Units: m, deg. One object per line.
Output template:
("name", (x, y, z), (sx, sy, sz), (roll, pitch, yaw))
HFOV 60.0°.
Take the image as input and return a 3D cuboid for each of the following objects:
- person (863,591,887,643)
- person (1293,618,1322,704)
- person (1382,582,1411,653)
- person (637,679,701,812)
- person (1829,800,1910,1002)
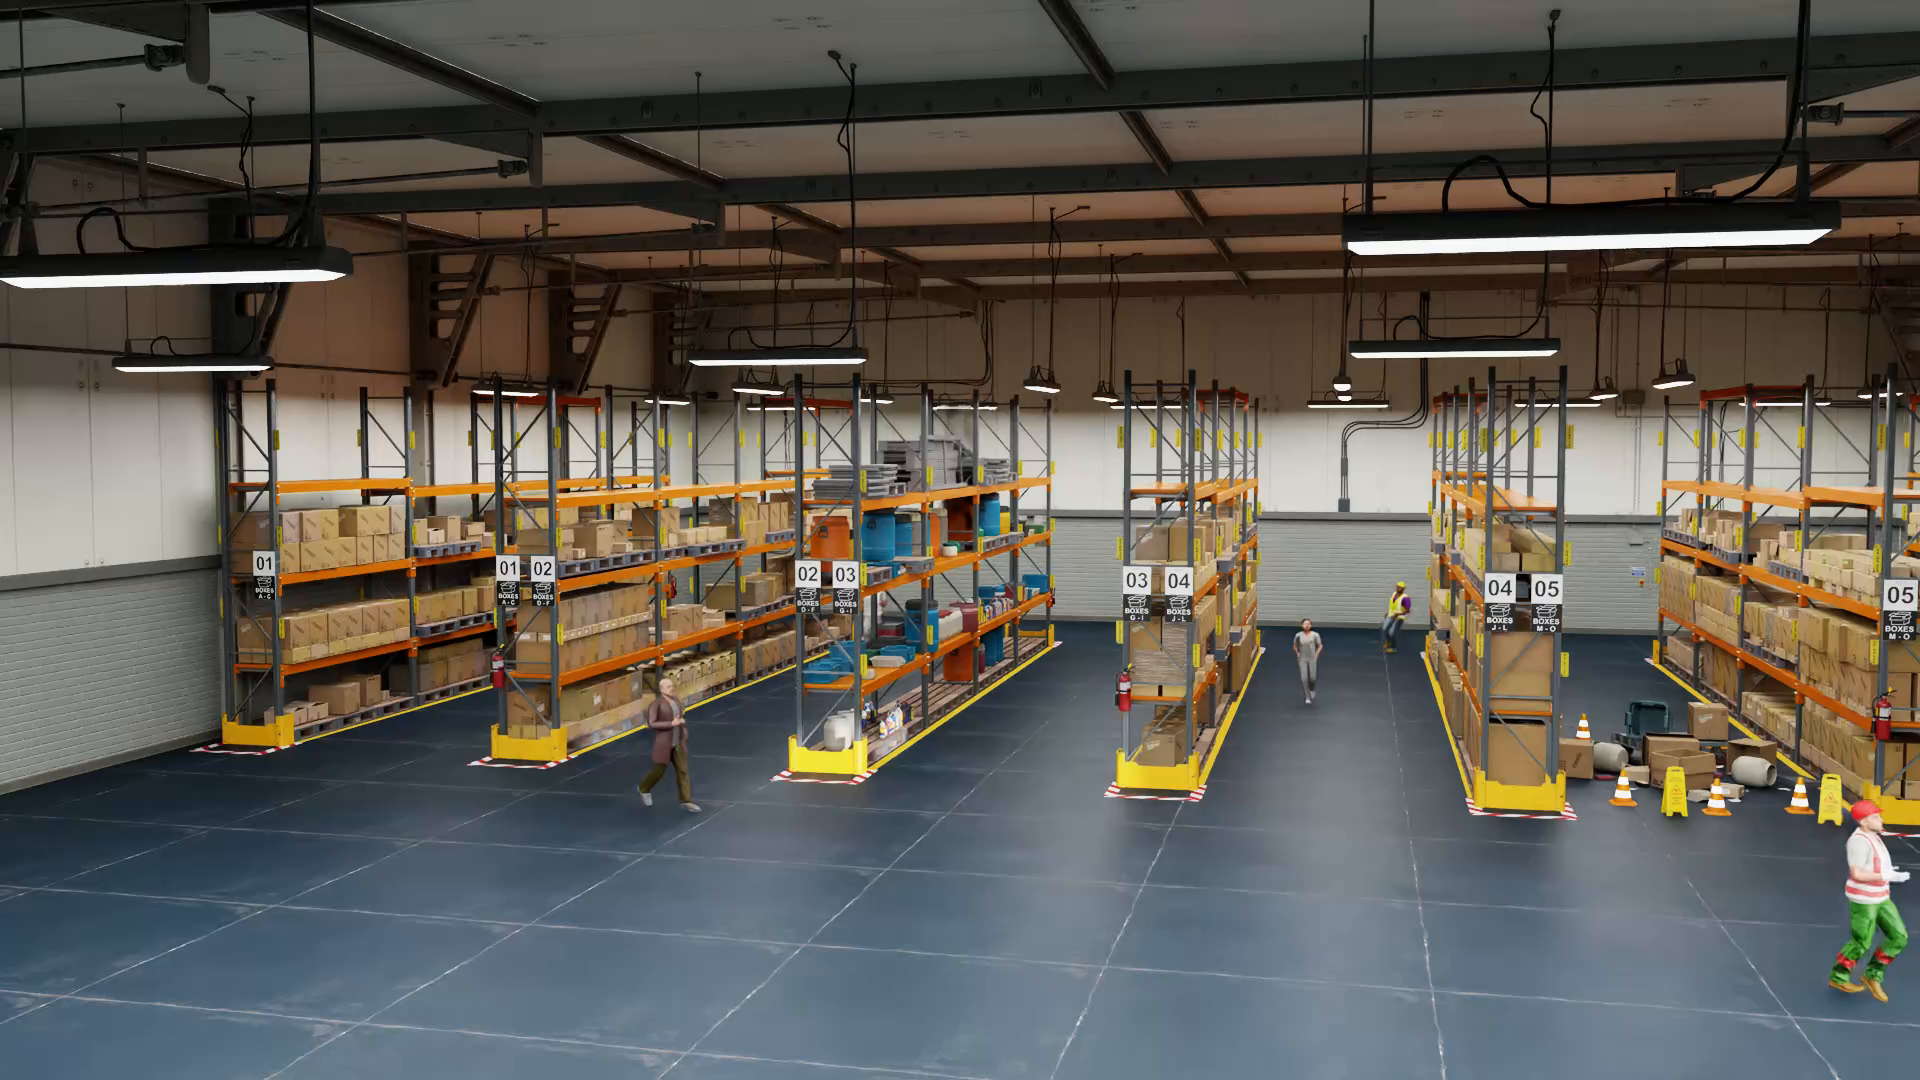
("person", (-1.930, 1.693, 36.681), (0.669, 1.832, 0.802), (0, 3, 2))
("person", (6.586, 2.293, 31.551), (0.541, 1.624, 0.553), (1, 4, 14))
("person", (10.185, 1.813, 38.912), (0.609, 1.697, 0.737), (-3, 4, -40))
("person", (-3.925, 2.738, 22.361), (1.075, 1.756, 0.704), (3, 5, 40))
("person", (8.129, 3.225, 14.802), (0.635, 1.809, 0.682), (-3, 4, -39))
